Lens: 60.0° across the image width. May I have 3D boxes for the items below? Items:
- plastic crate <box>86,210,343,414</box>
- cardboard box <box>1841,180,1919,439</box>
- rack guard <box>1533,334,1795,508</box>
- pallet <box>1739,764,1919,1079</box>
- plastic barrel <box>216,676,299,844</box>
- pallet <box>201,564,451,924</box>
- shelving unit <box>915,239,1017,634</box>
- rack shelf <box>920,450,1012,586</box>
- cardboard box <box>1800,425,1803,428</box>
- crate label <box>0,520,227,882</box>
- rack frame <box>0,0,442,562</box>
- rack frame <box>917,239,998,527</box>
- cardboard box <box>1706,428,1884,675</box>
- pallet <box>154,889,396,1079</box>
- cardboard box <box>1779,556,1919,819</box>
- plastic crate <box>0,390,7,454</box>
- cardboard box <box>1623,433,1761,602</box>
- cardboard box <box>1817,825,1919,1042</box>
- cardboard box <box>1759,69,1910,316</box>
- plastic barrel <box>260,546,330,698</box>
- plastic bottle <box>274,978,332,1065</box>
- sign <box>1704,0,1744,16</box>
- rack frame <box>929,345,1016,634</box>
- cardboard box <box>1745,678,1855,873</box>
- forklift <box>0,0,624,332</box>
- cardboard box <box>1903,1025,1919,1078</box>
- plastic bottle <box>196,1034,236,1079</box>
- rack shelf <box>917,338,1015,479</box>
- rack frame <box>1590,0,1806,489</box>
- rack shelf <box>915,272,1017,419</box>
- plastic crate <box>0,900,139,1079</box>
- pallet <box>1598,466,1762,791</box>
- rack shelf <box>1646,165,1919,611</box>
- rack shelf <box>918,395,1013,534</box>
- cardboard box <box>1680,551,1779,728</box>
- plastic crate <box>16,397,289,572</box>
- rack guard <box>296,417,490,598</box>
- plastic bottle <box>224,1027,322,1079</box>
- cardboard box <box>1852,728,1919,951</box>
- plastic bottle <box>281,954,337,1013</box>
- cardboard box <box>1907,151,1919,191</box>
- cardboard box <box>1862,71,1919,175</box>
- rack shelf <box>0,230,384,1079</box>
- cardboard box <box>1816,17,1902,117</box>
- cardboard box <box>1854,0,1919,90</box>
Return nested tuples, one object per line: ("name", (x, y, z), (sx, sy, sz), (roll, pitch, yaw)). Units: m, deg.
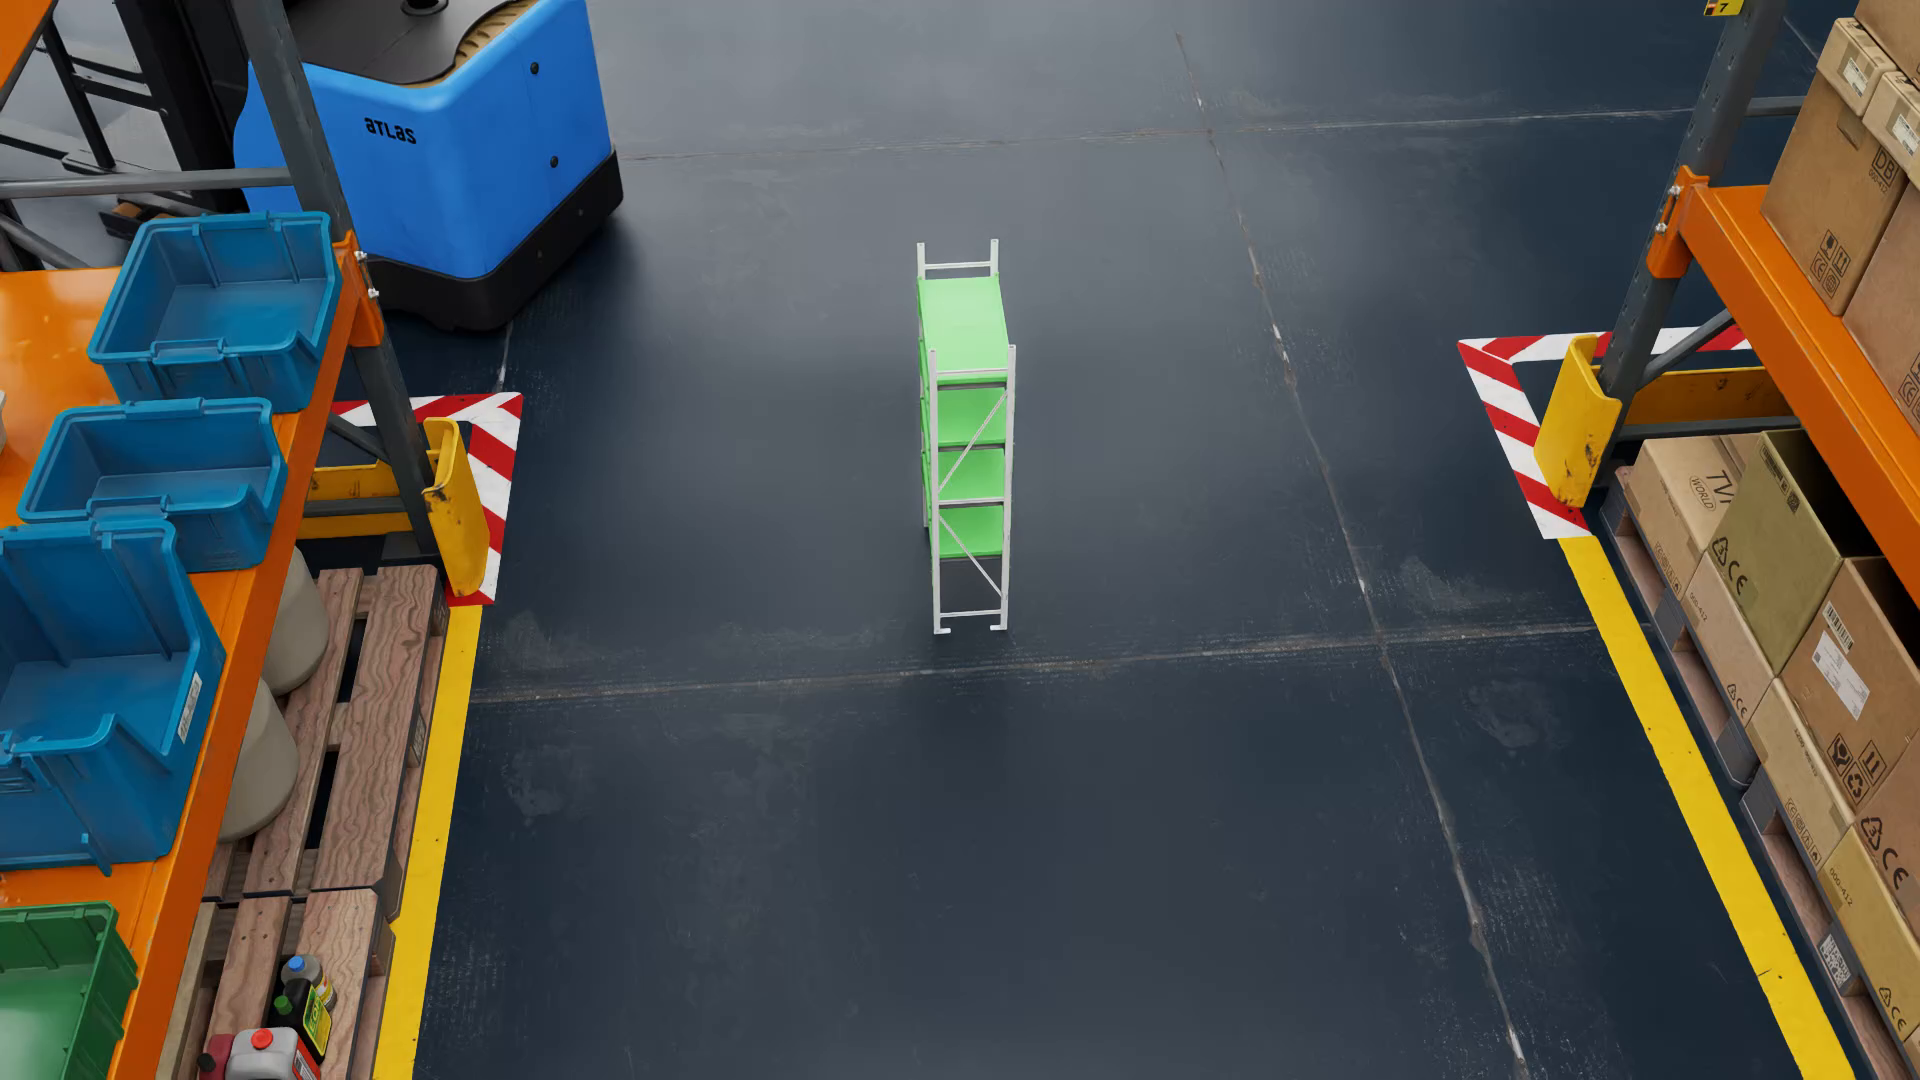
("plastic crate", (-1.916, -0.591, 4.346), (0.499, 0.251, 0.616), (-3, 47, -3))
("cardboard box", (2.755, -0.600, 4.184), (0.700, 0.500, 0.500), (-2, 47, -2))
("rack guard", (2.678, -0.442, 5.824), (1.175, 0.500, 0.348), (-3, 47, -3))
("pallet", (2.885, 1.106, 4.557), (1.003, 0.211, 1.213), (-3, 47, -3))
("plastic barrel", (-2.083, 0.559, 4.578), (0.421, 0.512, 0.421), (0, 47, 0))
("pallet", (-2.140, 0.613, 5.024), (1.003, 0.211, 1.213), (-3, 47, -3))
("shelving unit", (0.014, -0.293, 5.201), (0.258, 1.200, 0.503), (-3, 47, -3))
("rack shelf", (0.014, -0.084, 5.422), (0.258, 0.148, 0.480), (-3, 47, -3))
("cardboard box", (3.022, -0.371, 5.123), (0.500, 0.500, 0.500), (-3, 47, -3))
("crate label", (-1.832, 0.317, 3.359), (0.502, 0.435, 0.616), (-3, 47, -3))
("rack frame", (-2.256, -0.986, 4.618), (1.000, 3.000, 0.127), (-3, 47, -3))
("rack frame", (-0.007, -0.469, 5.368), (0.240, 1.200, 0.015), (-3, 47, -3))
("cardboard box", (2.547, 0.022, 4.751), (0.500, 0.500, 0.500), (-3, 47, -3))
("pallet", (-2.041, 1.494, 4.190), (1.003, 0.211, 1.213), (-3, 47, -3))
("cardboard box", (2.602, 0.383, 4.409), (0.500, 0.500, 0.500), (-3, 47, -3))
("plastic crate", (-2.502, -0.228, 4.082), (0.298, 0.136, 0.250), (-3, 47, -3))
("cardboard box", (2.503, -0.082, 5.366), (0.500, 0.250, 0.500), (-3, 47, -3))
("cardboard box", (2.627, 1.004, 4.338), (0.500, 0.250, 0.500), (-3, 47, -3))
("cardboard box", (2.707, -0.980, 4.543), (0.700, 0.500, 0.500), (-3, 47, -3))
("plastic barrel", (-2.125, 0.197, 4.922), (0.421, 0.512, 0.421), (0, 47, 0))
("plastic bottle", (-1.637, 1.183, 4.132), (0.061, 0.283, 0.133), (-2, 47, -2))
("sign", (2.127, -1.580, 4.529), (0.100, 0.325, 0.005), (-3, 47, -3))
("rack frame", (0.034, -0.116, 5.034), (0.240, 1.200, 0.015), (-3, 47, -3))
("cardboard box", (2.590, 0.642, 4.681), (0.500, 0.250, 0.500), (-3, 47, -3))
("forklift", (-2.986, -2.518, 6.117), (3.031, 2.935, 1.130), (17, 49, 15))
("cardboard box", (2.670, 1.366, 3.995), (0.500, 0.250, 0.500), (-3, 47, -3))
("plastic bottle", (-1.778, 1.290, 4.030), (0.061, 0.283, 0.133), (-3, 47, -3))
("rack shelf", (0.014, -0.414, 5.073), (0.258, 0.148, 0.480), (-3, 47, -3))
("rack frame", (2.680, -1.284, 4.900), (1.000, 3.000, 0.127), (-3, 47, -3))
("rack shelf", (0.014, -0.579, 4.899), (0.258, 0.148, 0.480), (-3, 47, -3))
("plastic crate", (-1.754, 0.982, 2.900), (0.450, 0.188, 0.662), (-3, 47, -3))
("pallet", (2.786, 0.225, 5.391), (1.003, 0.211, 1.213), (-3, 47, -3))
("rack shelf", (2.848, 0.410, 3.791), (1.077, 0.370, 4.000), (-3, 47, -3))
("rack shelf", (0.014, -0.249, 5.247), (0.258, 0.148, 0.480), (-3, 47, -3))
("cardboard box", (2.549, 0.280, 5.023), (0.500, 0.250, 0.500), (-3, 47, -3))
("plastic crate", (-1.867, -0.120, 3.901), (0.499, 0.251, 0.408), (-3, 47, -3))
("rack guard", (-2.203, -0.074, 5.476), (1.175, 0.500, 0.348), (-3, 47, -3))
("plastic bottle", (-1.672, 1.286, 4.039), (0.152, 0.276, 0.135), (-3, 47, -3))
("cardboard box", (2.626, 0.746, 4.066), (0.500, 0.500, 0.500), (-3, 47, -3))
("plastic bottle", (-1.665, 1.127, 4.241), (0.097, 0.201, 0.097), (0, 47, 0))
("cardboard box", (2.543, -0.873, 3.995), (0.380, 0.149, 0.250), (-3, 47, -3))
("cardboard box", (2.523, -1.054, 4.166), (0.380, 0.149, 0.250), (-5, 47, -4))
("rack shelf", (-2.089, 0.709, 3.508), (1.077, 0.370, 4.000), (-3, 47, -3))
("cardboard box", (2.499, -1.245, 4.347), (0.380, 0.149, 0.250), (-4, 47, -4))
("cardboard box", (2.711, -1.388, 4.036), (0.700, 0.500, 0.500), (-3, 47, -3))
